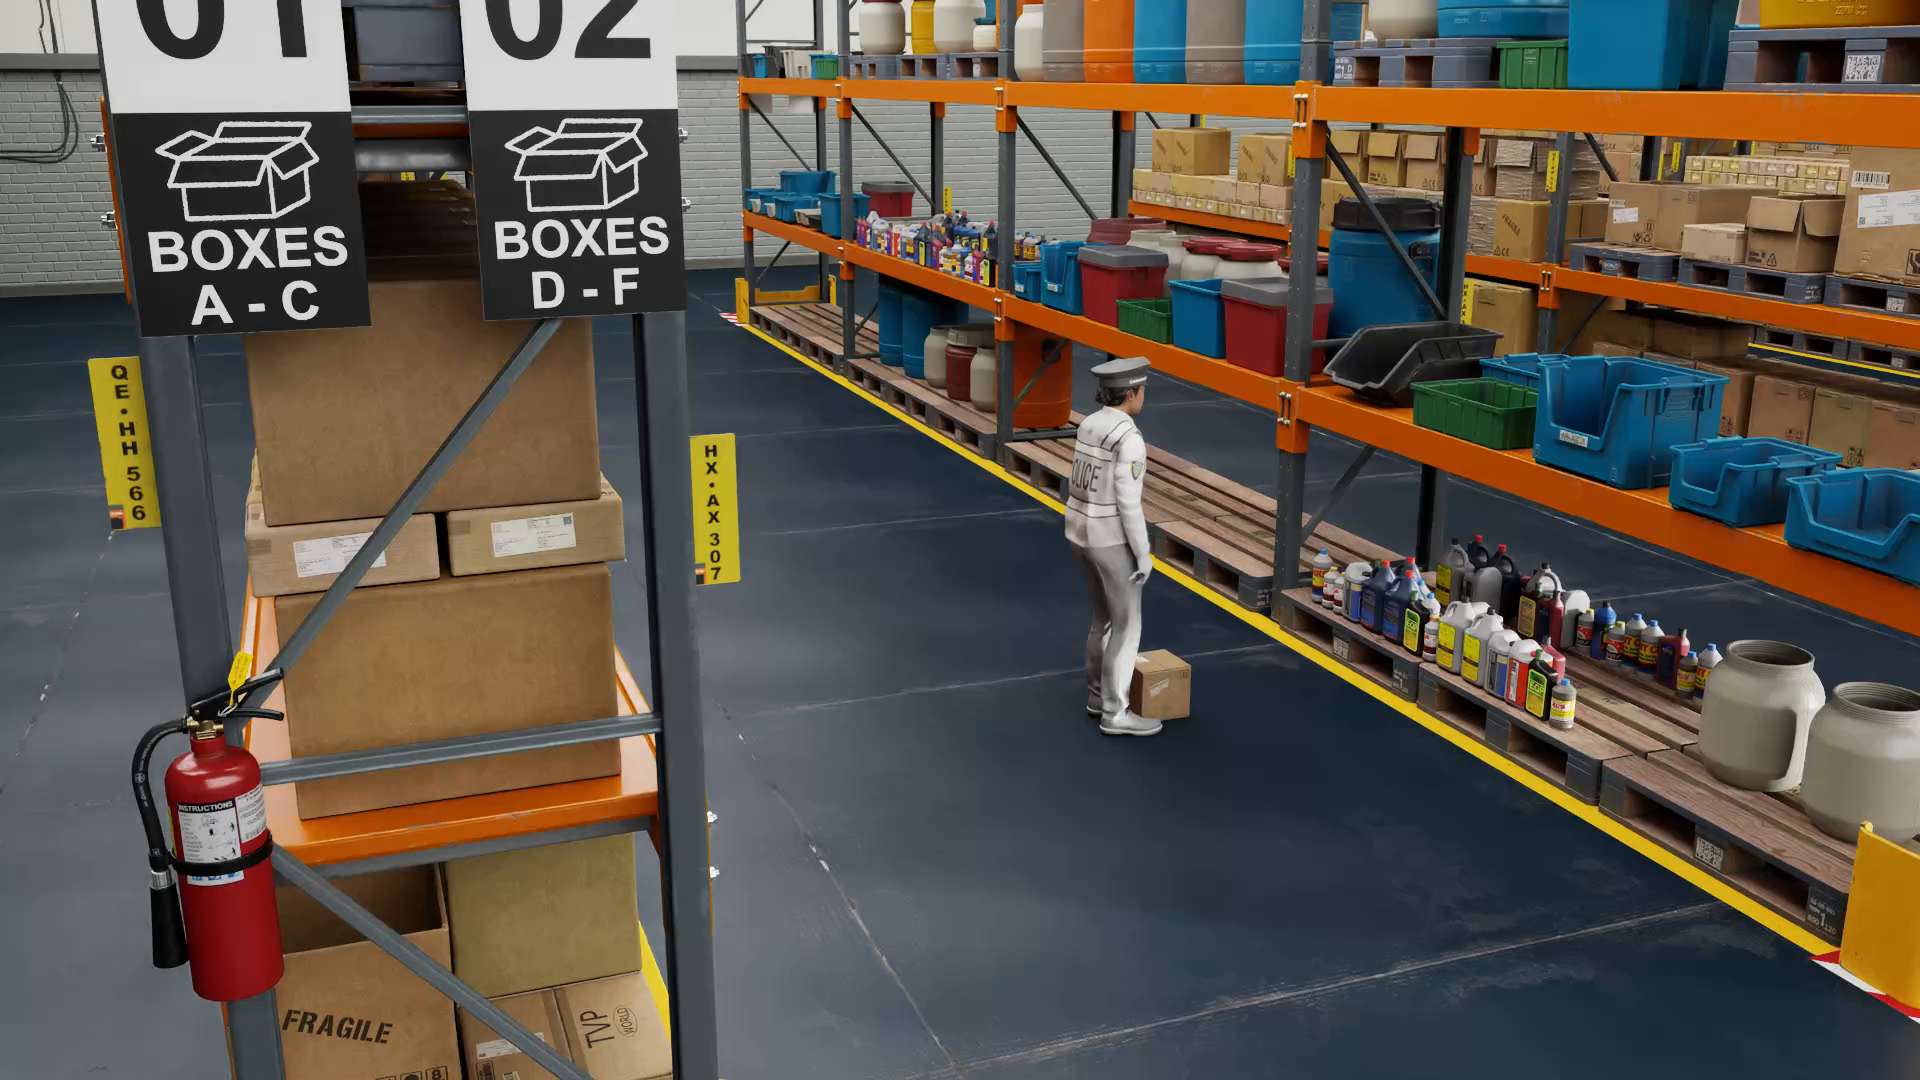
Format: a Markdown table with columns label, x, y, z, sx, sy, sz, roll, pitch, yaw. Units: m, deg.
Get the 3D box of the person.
| label | x | y | z | sx | sy | sz | roll | pitch | yaw |
| --- | --- | --- | --- | --- | --- | --- | --- | --- | --- |
| person | 0.692 | 0.017 | 7.454 | 0.409 | 1.667 | 0.547 | -7 | 17 | -23 |
